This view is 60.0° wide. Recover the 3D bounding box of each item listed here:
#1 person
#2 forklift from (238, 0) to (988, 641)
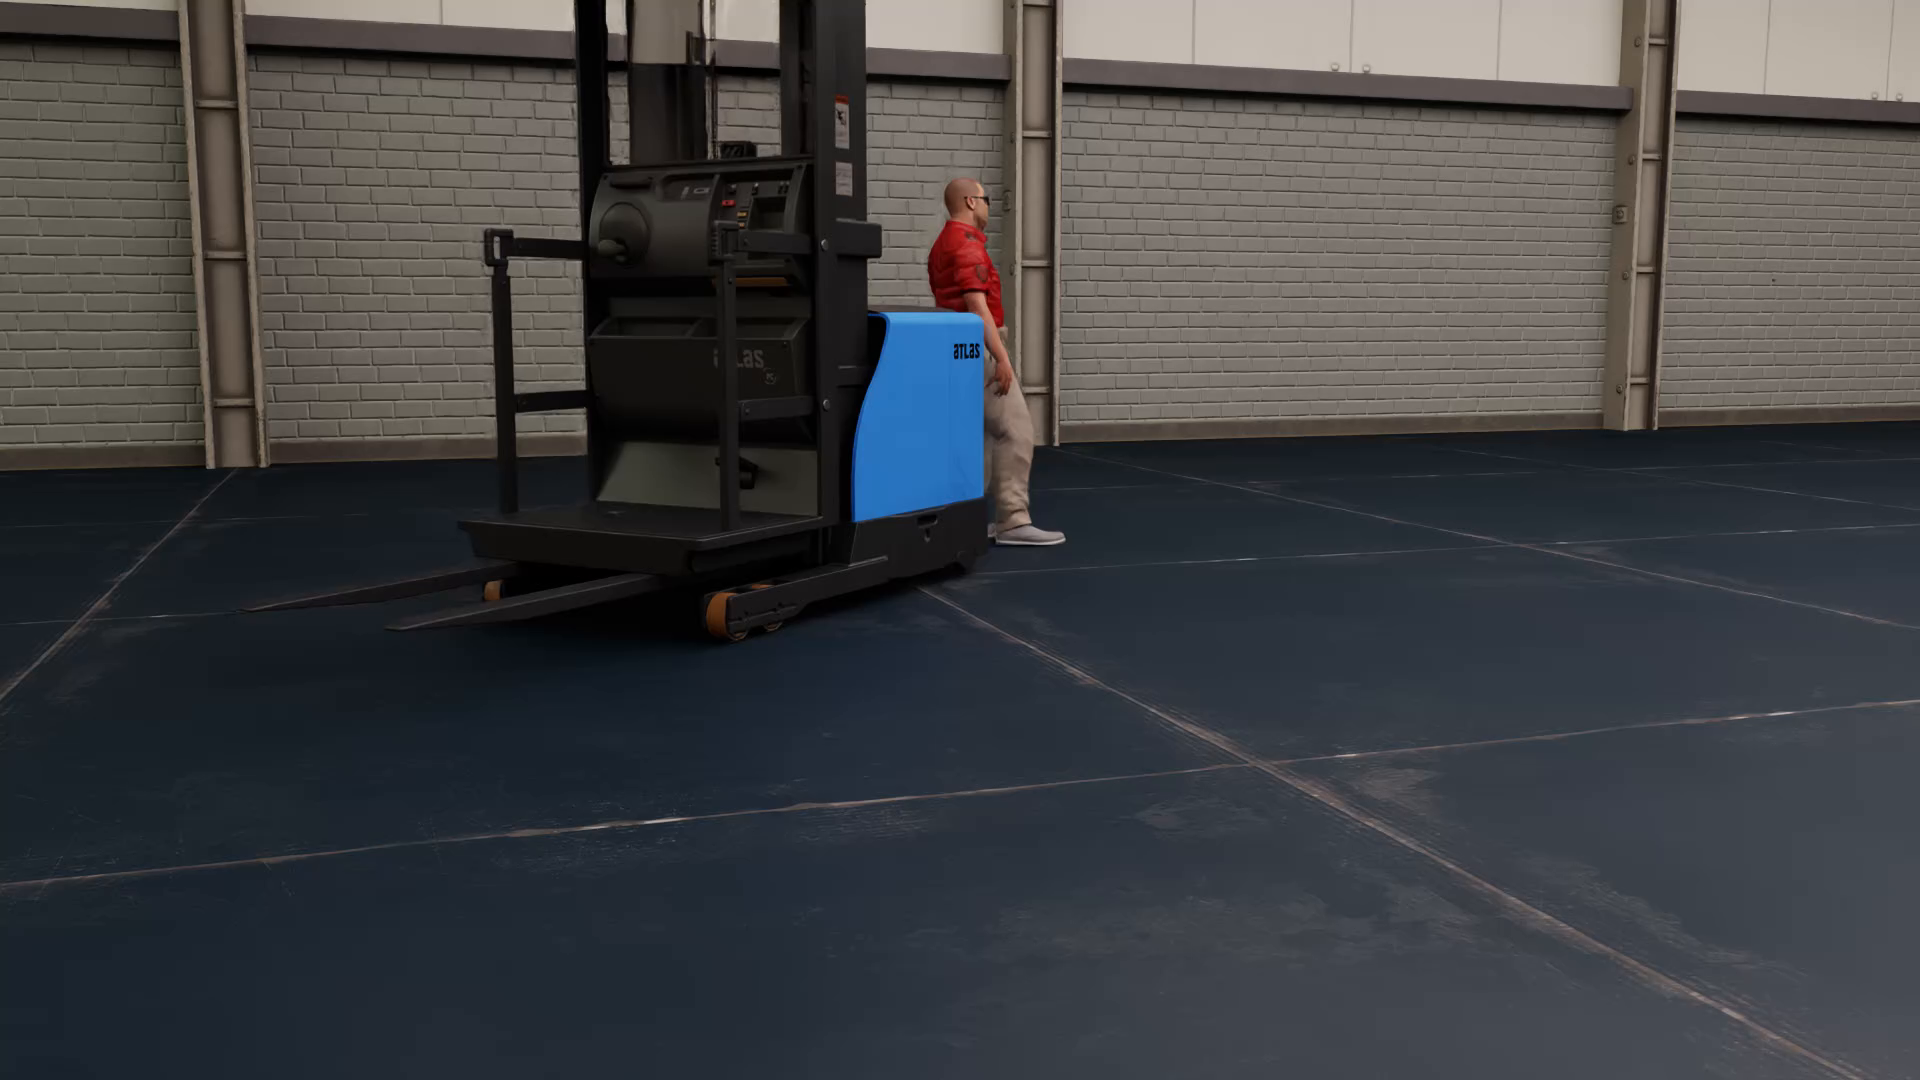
[{"bbox_3d":[0.165,-0.835,7.835,0.556,1.711,0.690,-2,8,-14],"label":"person"},{"bbox_3d":[-1.053,-1.189,5.786,1.130,2.935,3.031,4,9,29],"label":"forklift"}]
